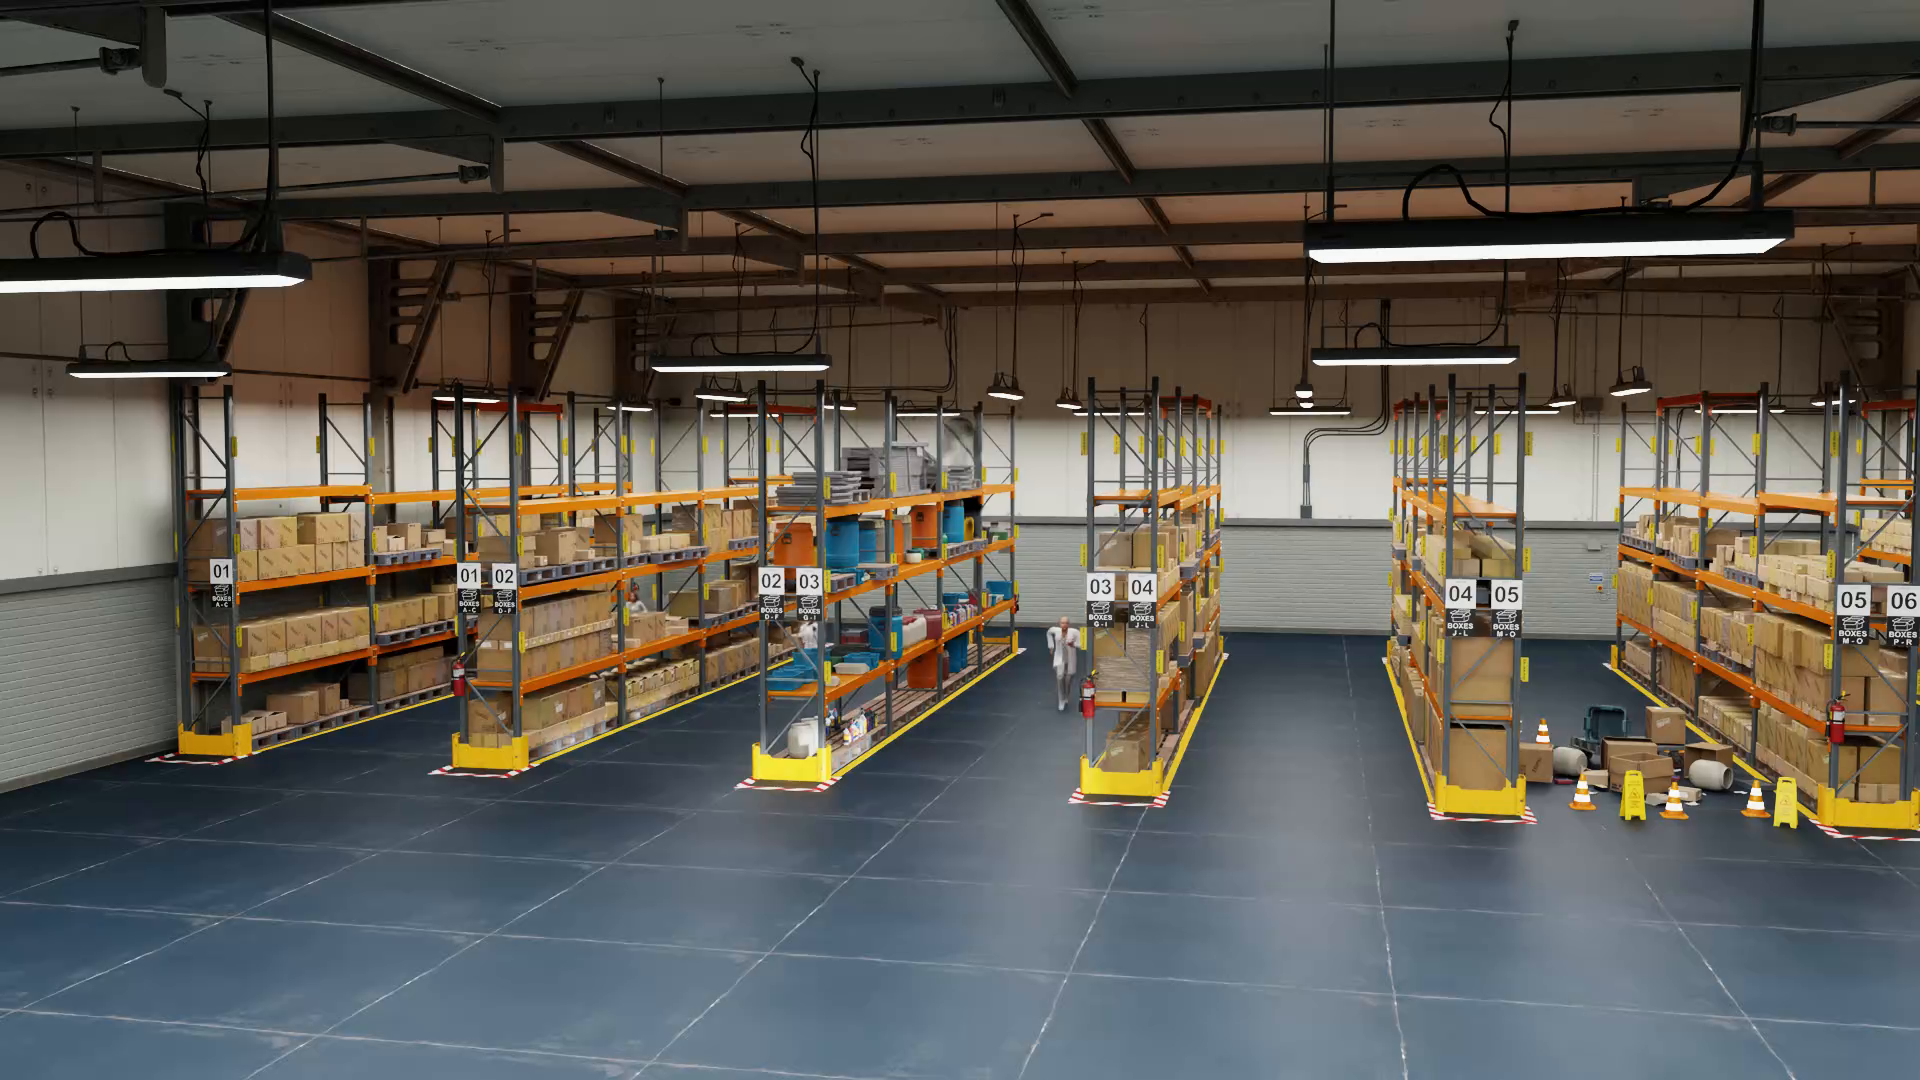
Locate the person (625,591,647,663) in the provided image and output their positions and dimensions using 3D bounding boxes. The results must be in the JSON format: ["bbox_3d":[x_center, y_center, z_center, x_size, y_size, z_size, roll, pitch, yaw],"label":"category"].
[{"bbox_3d":[-7.619,2.017,38.879,0.525,1.635,0.730,0,3,4],"label":"person"}]

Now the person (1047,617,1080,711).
[{"bbox_3d":[2.014,2.350,31.974,0.683,1.795,1.036,0,3,1],"label":"person"}]

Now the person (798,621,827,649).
[{"bbox_3d":[-3.066,2.266,34.049,0.561,1.662,0.562,1,3,13],"label":"person"}]
